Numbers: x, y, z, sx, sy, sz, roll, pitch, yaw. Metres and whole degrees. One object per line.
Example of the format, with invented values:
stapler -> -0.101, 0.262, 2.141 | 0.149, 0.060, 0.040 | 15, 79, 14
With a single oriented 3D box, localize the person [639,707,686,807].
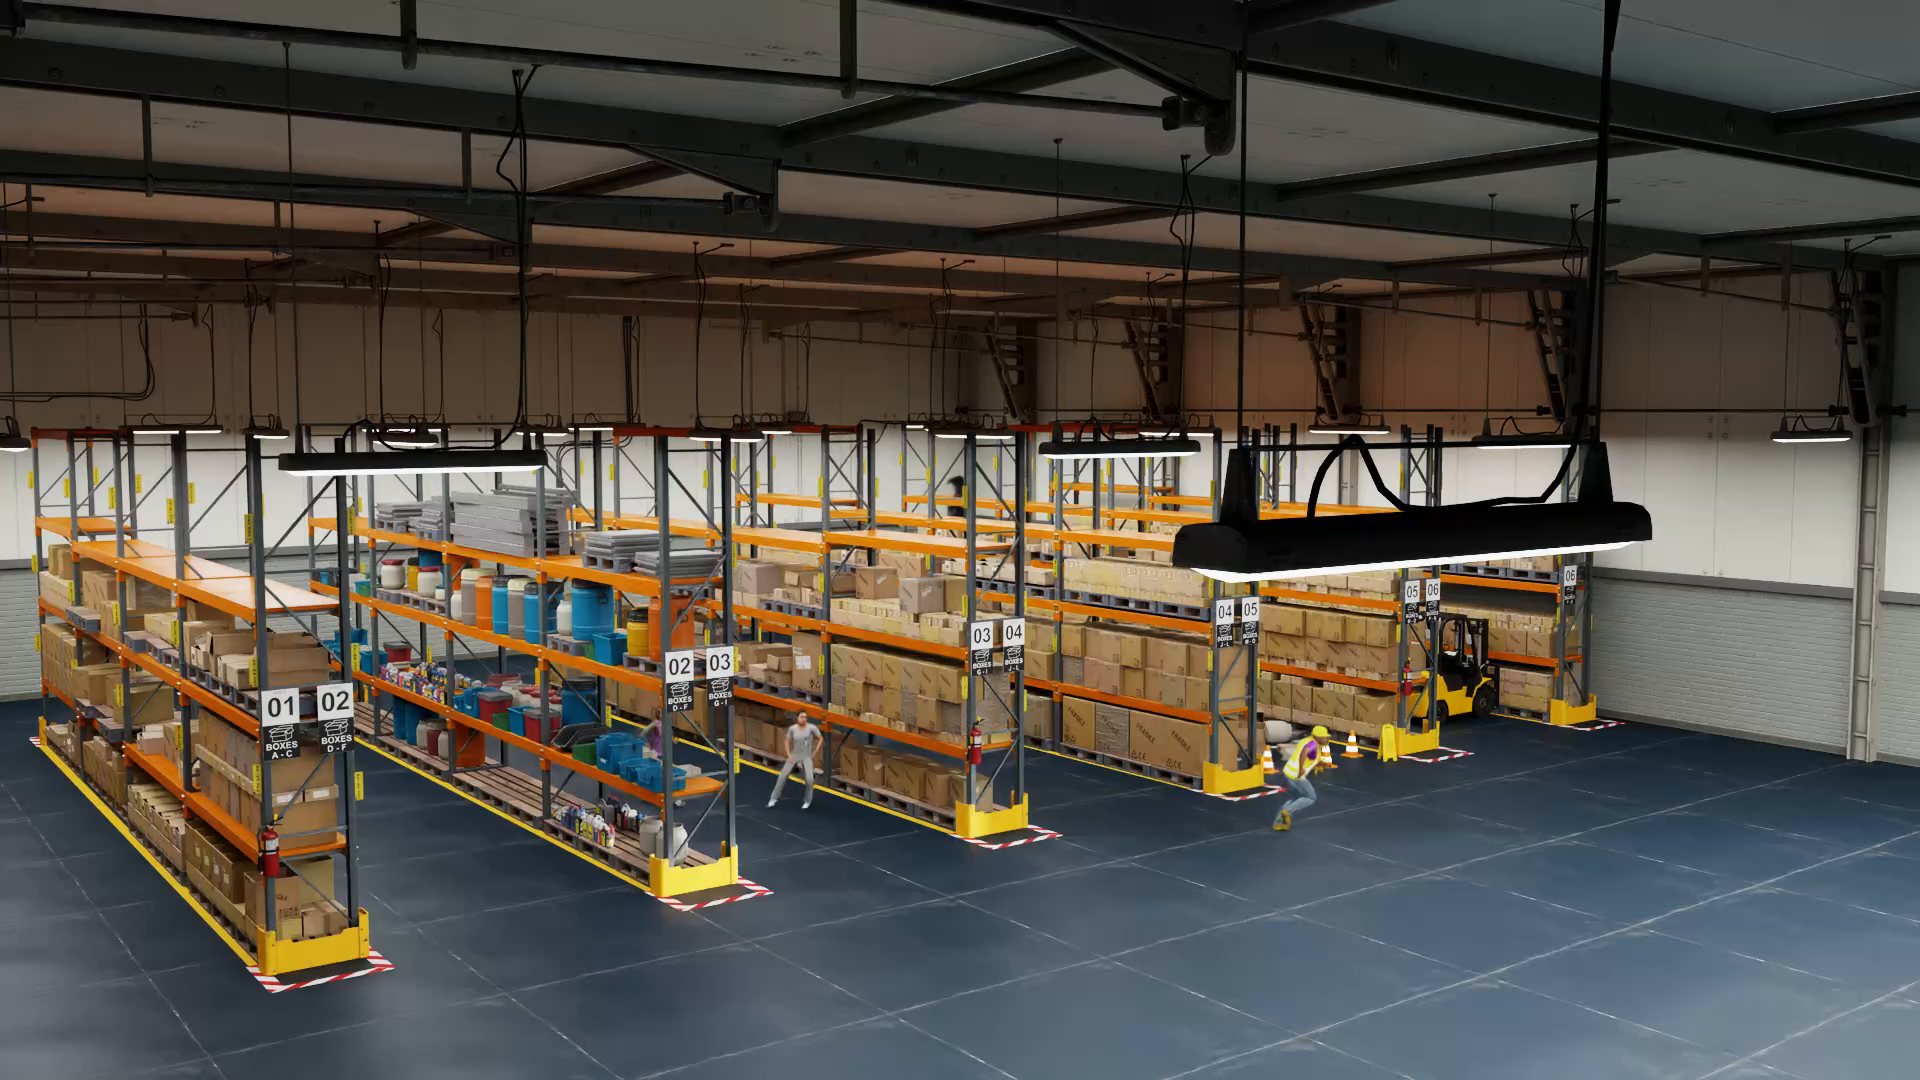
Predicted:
person -> -4.785, 3.446, 26.524 | 0.802, 1.602, 0.592 | 3, 5, 30

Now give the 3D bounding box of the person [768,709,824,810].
person -> -2.615, 3.471, 26.426 | 0.886, 1.596, 0.426 | 0, 4, -1

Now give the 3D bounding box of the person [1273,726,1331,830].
person -> 5.146, 3.579, 24.925 | 0.870, 1.578, 0.738 | 0, 4, -5

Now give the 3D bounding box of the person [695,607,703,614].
person -> -6.155, 2.416, 39.283 | 0.569, 1.688, 0.687 | -4, 6, -43
